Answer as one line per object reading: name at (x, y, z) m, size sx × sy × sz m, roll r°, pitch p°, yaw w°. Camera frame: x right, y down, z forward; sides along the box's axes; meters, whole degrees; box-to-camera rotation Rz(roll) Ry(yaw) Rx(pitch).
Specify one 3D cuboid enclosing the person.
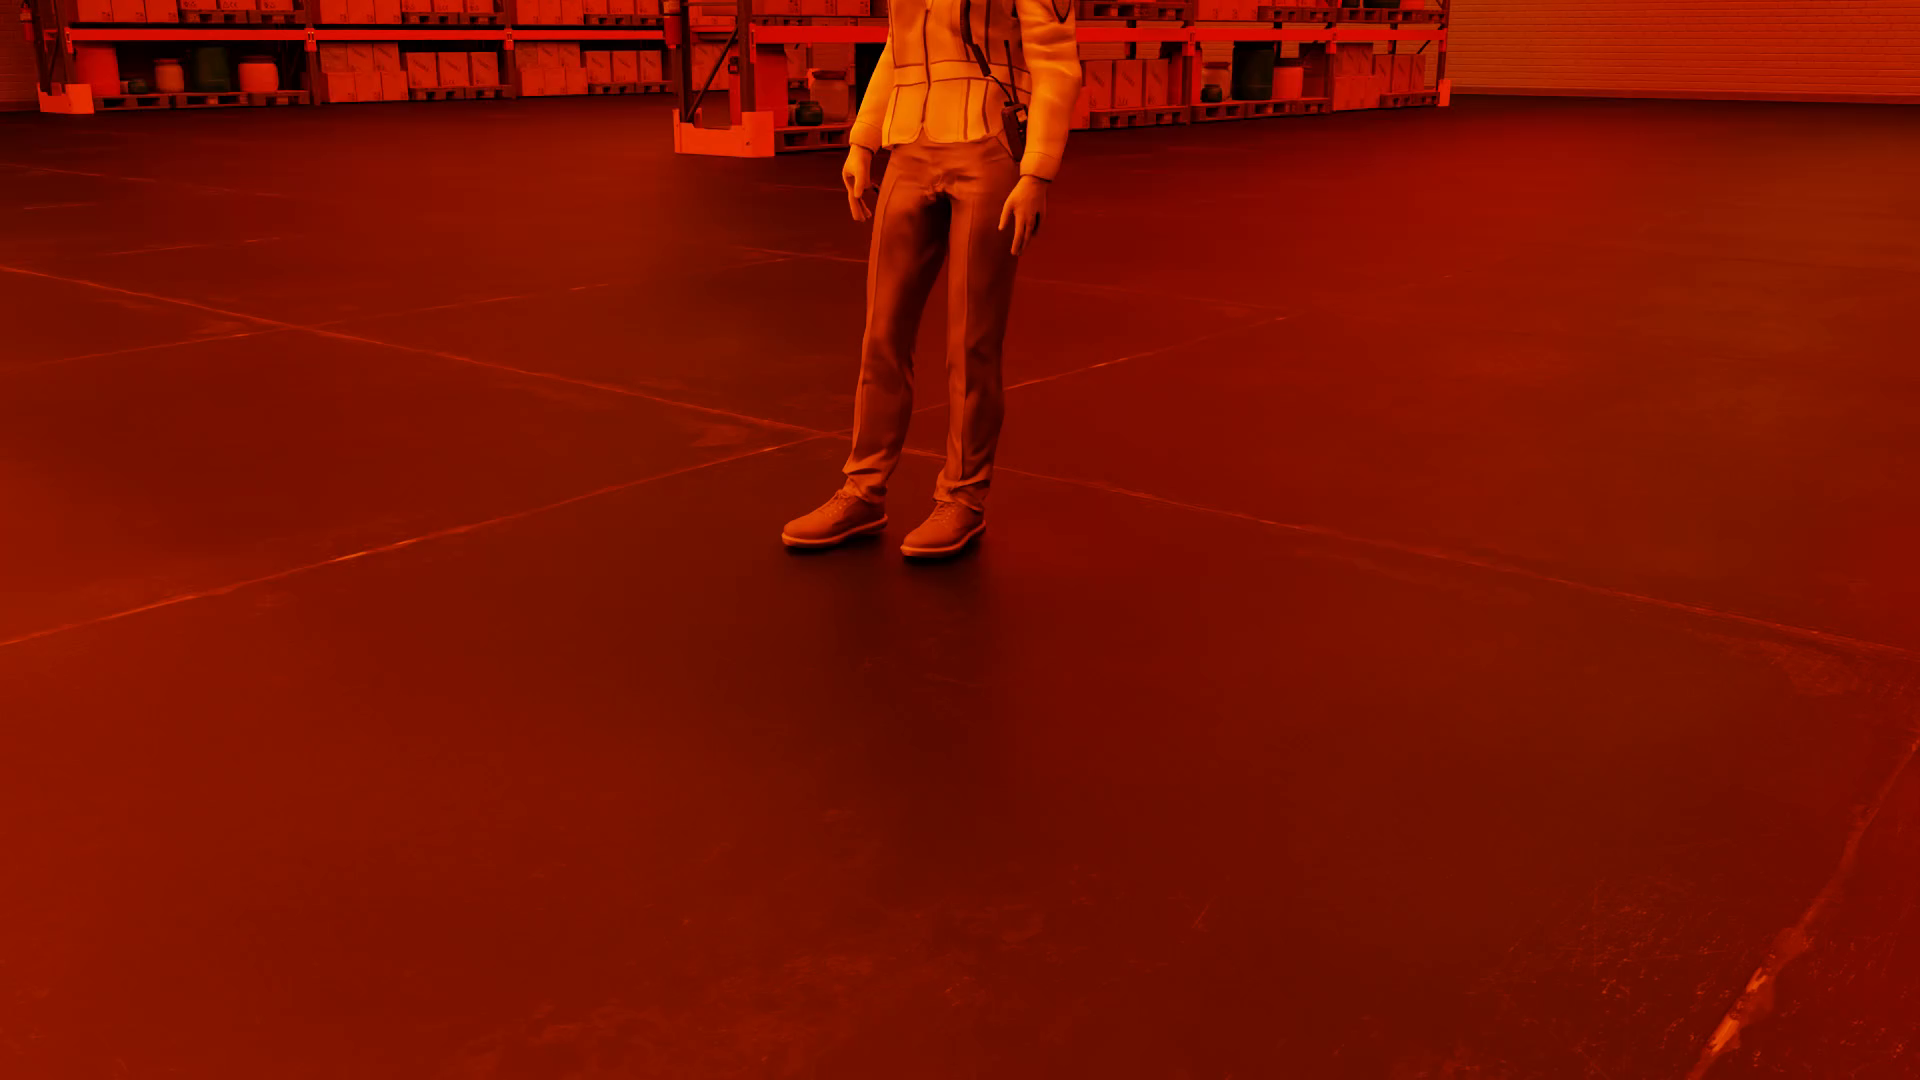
person at (-0.049, -0.803, 3.647) m, size 0.586 × 1.694 × 0.530 m, roll 13°, pitch 21°, yaw 37°
